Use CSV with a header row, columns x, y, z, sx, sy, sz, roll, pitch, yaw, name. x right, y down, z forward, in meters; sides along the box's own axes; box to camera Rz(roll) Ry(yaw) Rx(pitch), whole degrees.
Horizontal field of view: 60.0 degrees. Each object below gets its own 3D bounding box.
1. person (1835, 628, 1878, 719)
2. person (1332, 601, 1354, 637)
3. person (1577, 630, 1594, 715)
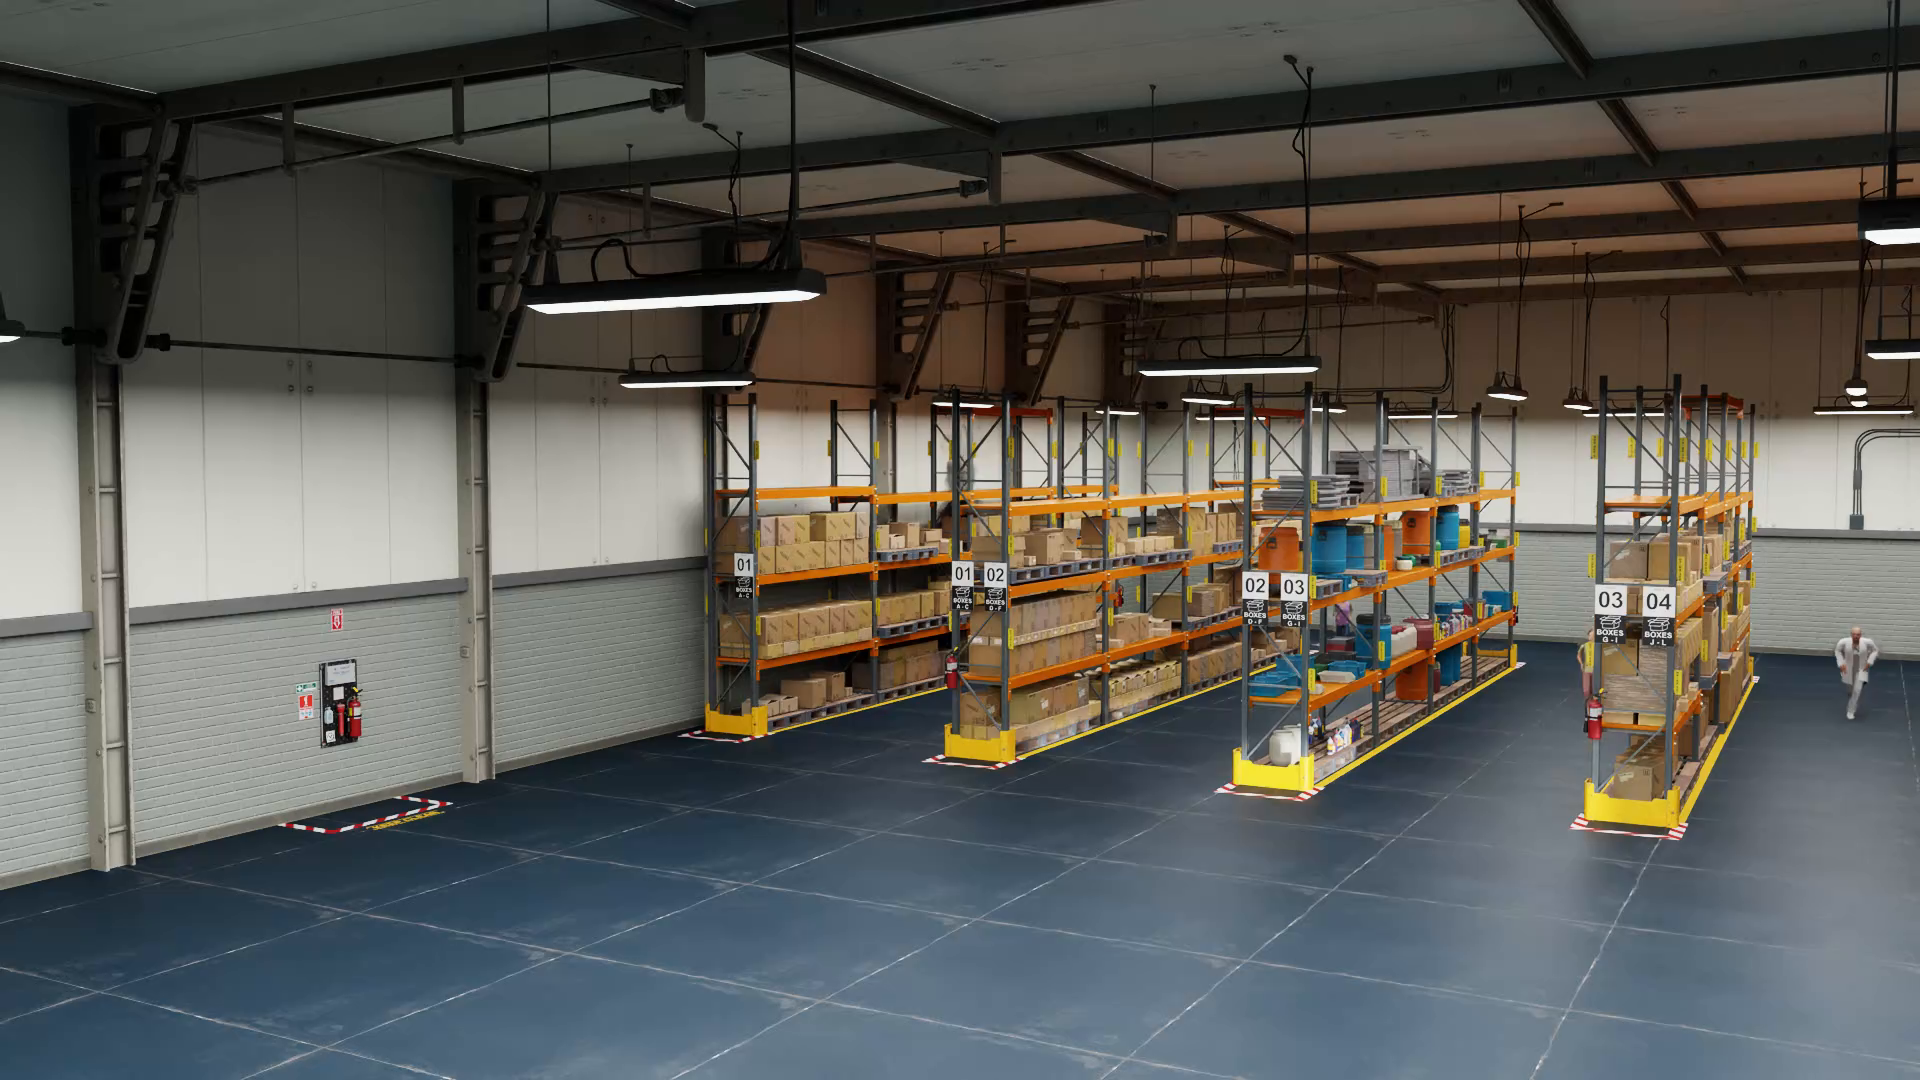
x,y,z,sx,sy,sz,roll,pitch,yaw,name
16.865,2.479,31.312,0.720,1.734,0.953,1,3,26,person
9.229,2.044,40.076,0.510,1.597,0.879,1,3,10,person
11.928,2.508,31.374,0.581,1.623,0.599,2,4,30,person
